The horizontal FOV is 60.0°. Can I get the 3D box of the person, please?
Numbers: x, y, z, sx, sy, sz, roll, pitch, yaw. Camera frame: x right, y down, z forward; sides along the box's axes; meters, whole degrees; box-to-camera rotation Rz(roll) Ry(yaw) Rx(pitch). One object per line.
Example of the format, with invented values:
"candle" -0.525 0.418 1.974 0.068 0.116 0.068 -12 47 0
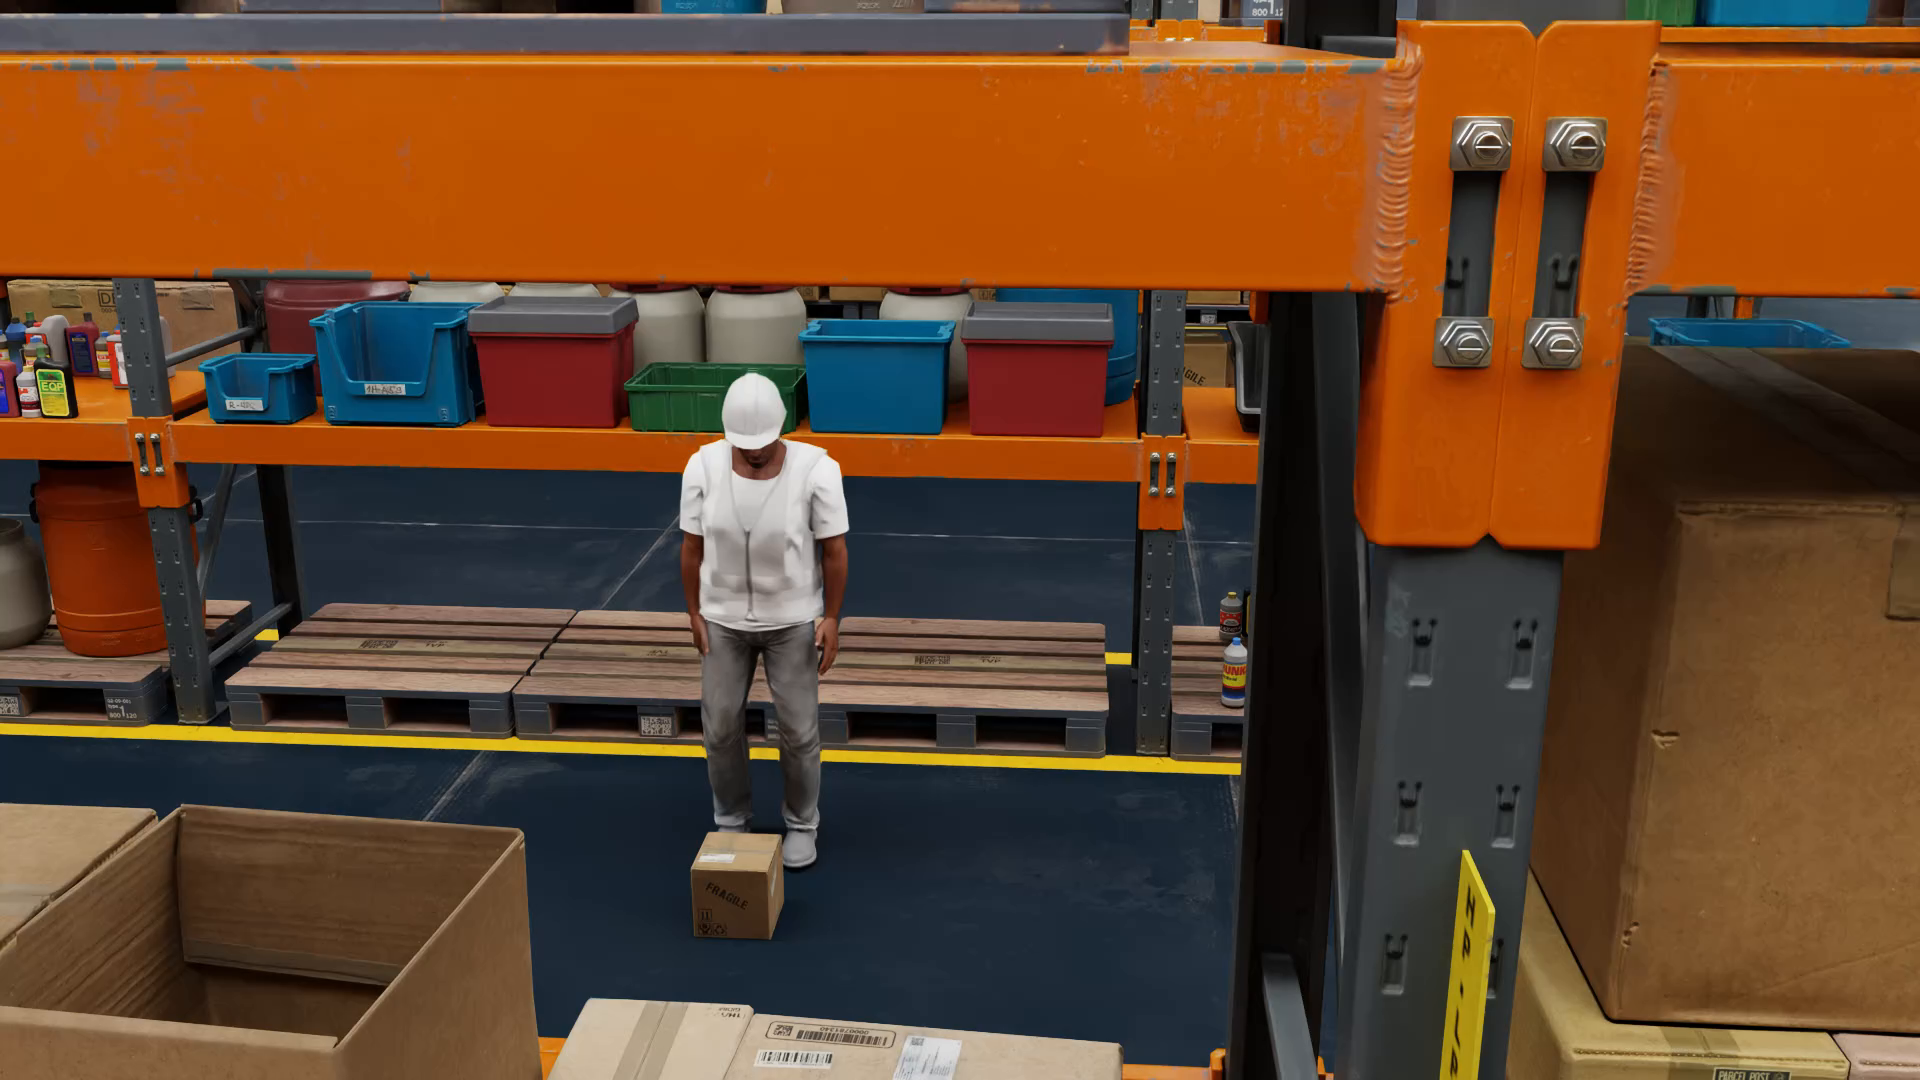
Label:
"person" -0.665 0.279 5.665 0.581 1.738 0.409 2 17 5
